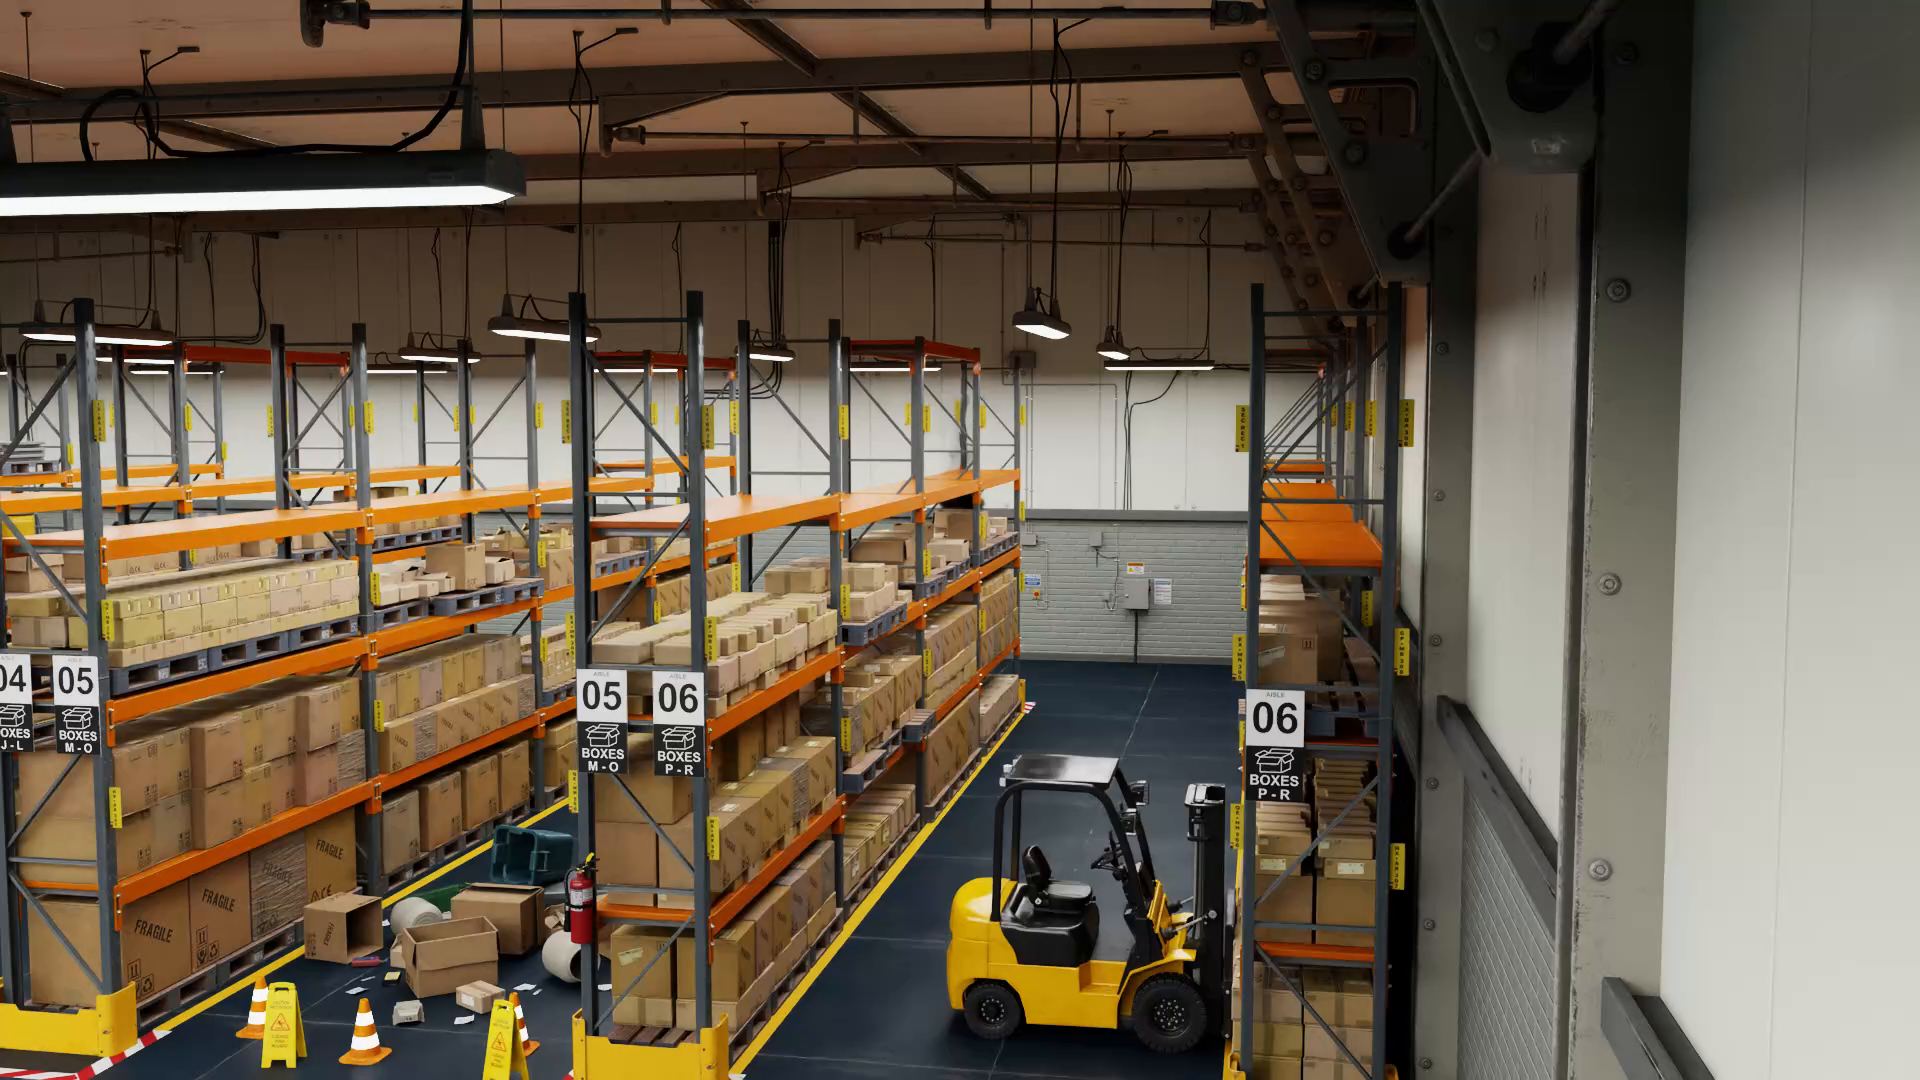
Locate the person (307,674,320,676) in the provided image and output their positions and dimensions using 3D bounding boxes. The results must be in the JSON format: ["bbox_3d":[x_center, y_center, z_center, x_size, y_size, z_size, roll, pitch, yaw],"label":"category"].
[{"bbox_3d":[-8.371,2.580,21.589,0.598,1.743,0.779,0,5,-4],"label":"person"}]
